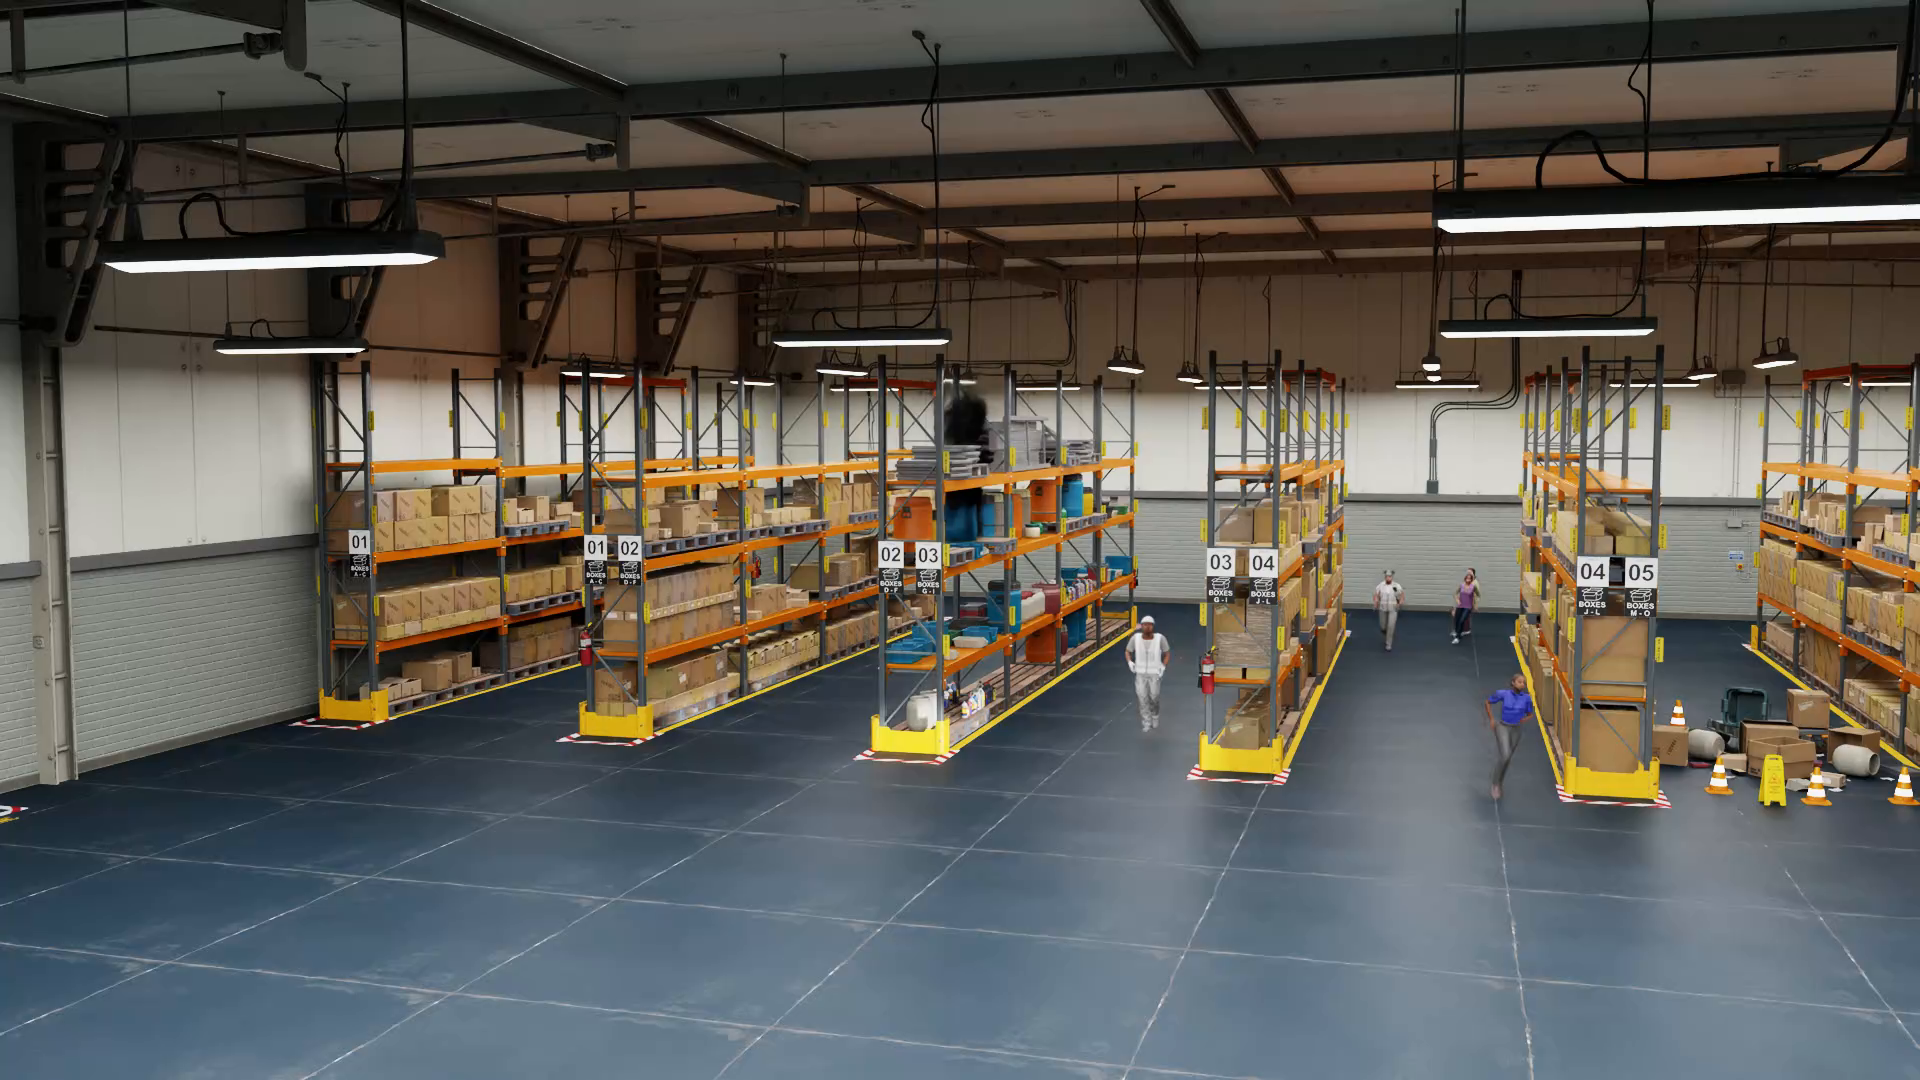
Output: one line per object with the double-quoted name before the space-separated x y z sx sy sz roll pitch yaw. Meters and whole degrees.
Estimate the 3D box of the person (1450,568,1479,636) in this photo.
"person" 11.769 1.445 38.608 0.647 1.643 0.704 -3 5 -38

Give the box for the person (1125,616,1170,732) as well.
"person" 2.845 2.028 25.325 0.687 1.761 0.545 1 4 12

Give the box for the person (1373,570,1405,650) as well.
"person" 9.449 1.517 36.653 0.672 1.752 0.760 1 4 19

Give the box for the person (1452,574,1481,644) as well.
"person" 11.389 1.532 37.433 0.605 1.564 0.804 2 5 28

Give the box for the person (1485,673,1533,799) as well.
"person" 7.358 2.610 22.298 0.598 1.673 0.693 -1 4 -7
